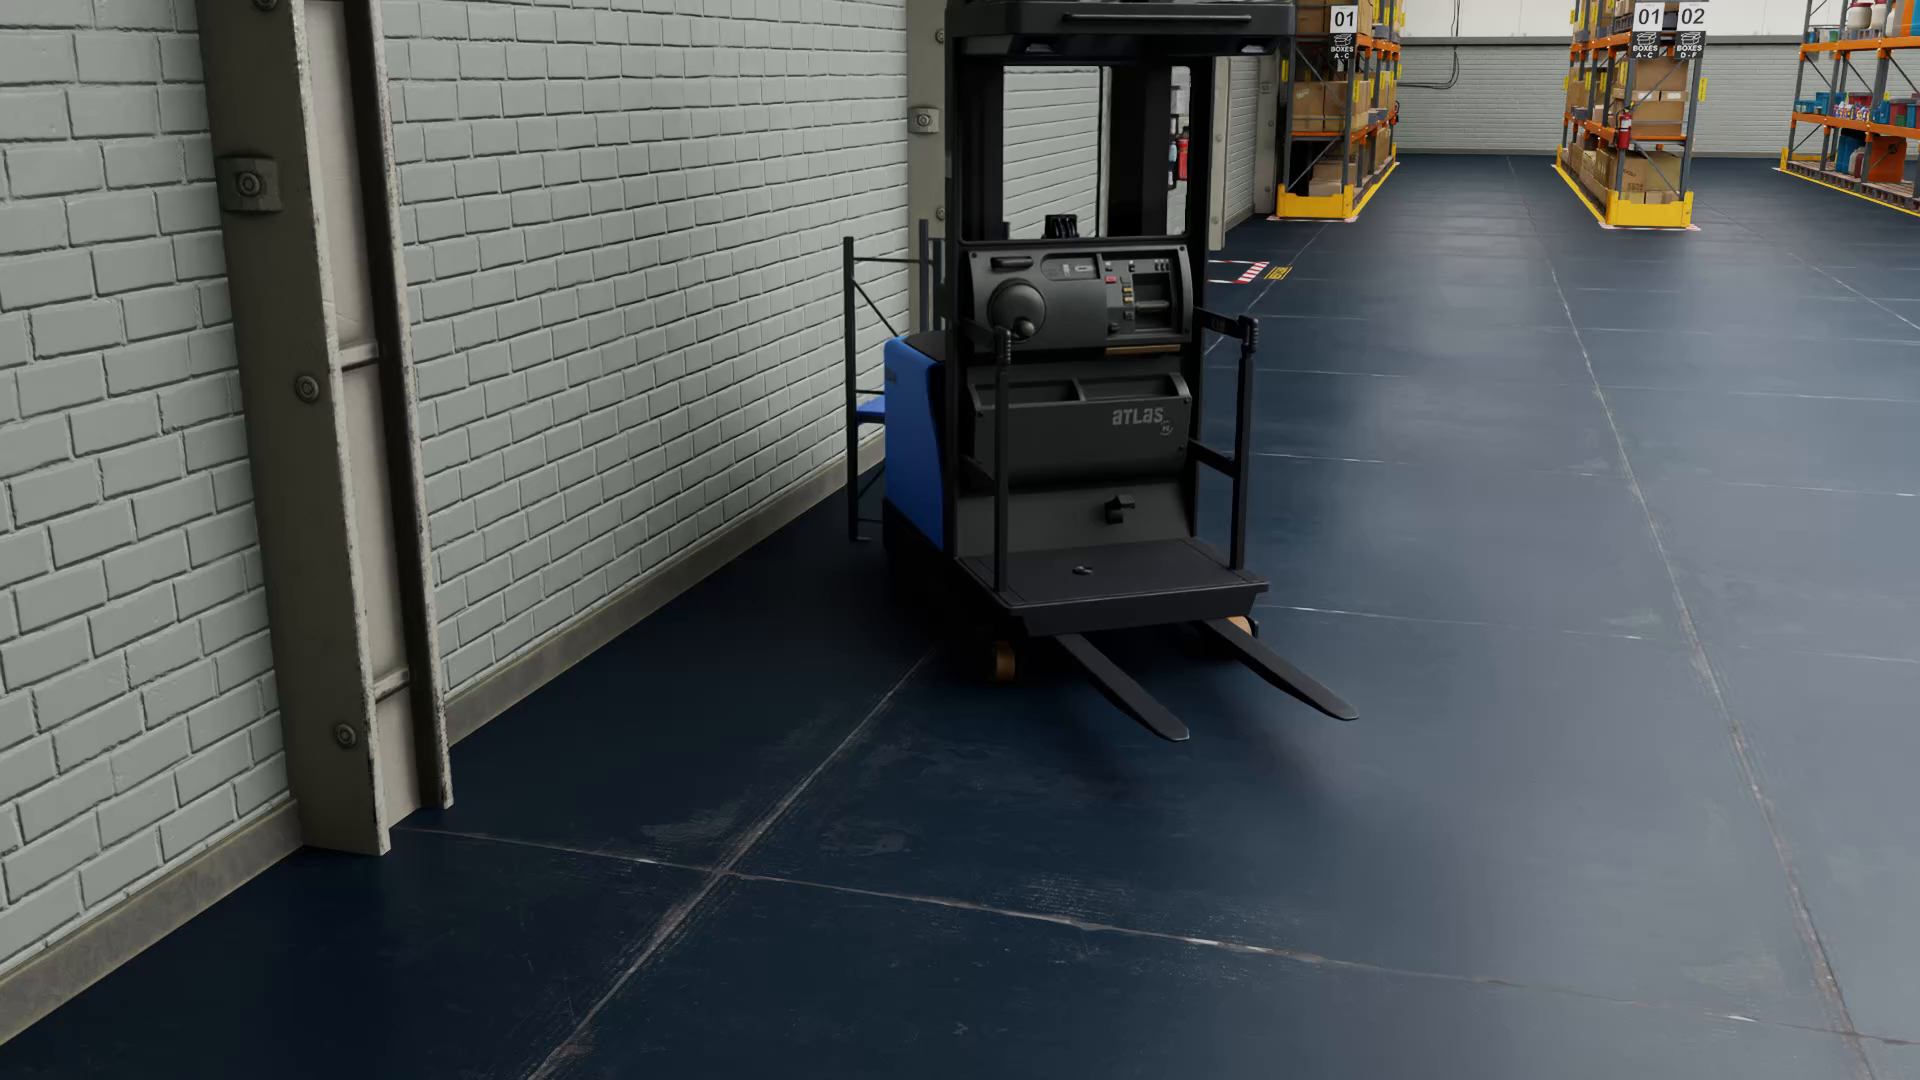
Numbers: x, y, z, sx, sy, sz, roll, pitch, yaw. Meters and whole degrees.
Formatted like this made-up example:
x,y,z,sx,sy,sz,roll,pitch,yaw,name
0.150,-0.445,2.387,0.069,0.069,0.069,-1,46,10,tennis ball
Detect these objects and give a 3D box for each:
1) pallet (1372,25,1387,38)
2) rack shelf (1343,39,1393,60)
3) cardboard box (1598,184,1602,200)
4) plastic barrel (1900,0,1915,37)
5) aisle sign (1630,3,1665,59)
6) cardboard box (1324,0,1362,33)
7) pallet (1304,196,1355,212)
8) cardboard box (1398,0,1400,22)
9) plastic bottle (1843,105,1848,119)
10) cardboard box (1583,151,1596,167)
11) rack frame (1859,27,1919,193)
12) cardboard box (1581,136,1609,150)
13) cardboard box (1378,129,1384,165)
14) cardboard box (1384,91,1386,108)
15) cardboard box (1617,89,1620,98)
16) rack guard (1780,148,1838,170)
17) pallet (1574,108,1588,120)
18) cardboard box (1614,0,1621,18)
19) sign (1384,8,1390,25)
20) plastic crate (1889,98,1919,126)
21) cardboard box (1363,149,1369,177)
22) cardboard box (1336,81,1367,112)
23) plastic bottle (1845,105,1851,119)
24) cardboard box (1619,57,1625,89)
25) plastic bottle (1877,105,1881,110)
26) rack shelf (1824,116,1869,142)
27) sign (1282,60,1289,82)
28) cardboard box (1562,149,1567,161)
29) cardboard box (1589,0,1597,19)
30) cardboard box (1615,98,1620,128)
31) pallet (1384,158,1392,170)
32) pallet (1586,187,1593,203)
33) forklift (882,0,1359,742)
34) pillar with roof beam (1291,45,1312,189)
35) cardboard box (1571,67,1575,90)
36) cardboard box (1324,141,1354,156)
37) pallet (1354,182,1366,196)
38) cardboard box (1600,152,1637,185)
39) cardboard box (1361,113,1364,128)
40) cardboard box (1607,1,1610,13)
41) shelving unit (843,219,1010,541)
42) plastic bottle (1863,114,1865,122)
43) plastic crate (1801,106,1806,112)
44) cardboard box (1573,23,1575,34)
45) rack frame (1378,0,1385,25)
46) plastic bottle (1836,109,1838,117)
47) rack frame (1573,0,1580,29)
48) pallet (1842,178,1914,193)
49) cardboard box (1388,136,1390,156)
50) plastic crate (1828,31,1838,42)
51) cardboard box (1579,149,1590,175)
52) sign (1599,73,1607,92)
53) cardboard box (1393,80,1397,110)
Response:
x,y,z,sx,sy,sz,roll,pitch,yaw,name
7.036,-9.140,29.903,1.213,0.211,1.003,5,16,16,pallet
8.463,-10.301,34.970,1.077,0.370,4.000,5,16,16,rack shelf
10.656,-5.640,26.987,0.500,0.250,0.500,5,16,16,cardboard box
16.766,-9.193,28.958,0.600,0.830,0.708,5,16,16,plastic barrel
10.072,-7.461,24.371,0.394,0.787,0.004,5,16,16,aisle sign
5.956,-8.156,25.872,0.500,0.500,0.500,5,17,17,cardboard box
5.908,-5.476,27.248,1.003,0.211,1.213,5,16,16,pallet
9.929,-12.275,38.562,0.500,0.500,0.500,4,16,13,cardboard box
17.770,-8.565,33.257,0.152,0.276,0.135,5,16,16,plastic bottle
12.074,-7.194,31.437,0.500,0.311,0.500,4,16,14,cardboard box
17.393,-7.912,30.728,1.000,3.000,0.127,5,16,16,rack frame
12.698,-7.945,33.244,0.500,0.250,0.500,5,17,18,cardboard box
8.722,-8.482,35.906,0.750,0.750,0.750,5,17,18,cardboard box
8.856,-9.522,35.640,0.500,0.500,0.500,5,16,16,cardboard box
10.957,-7.288,27.156,0.380,0.149,0.250,4,16,14,cardboard box
19.661,-8.810,38.474,1.175,0.500,0.348,5,16,16,rack guard
12.771,-8.388,32.756,1.213,0.211,1.003,5,16,16,pallet
11.113,-8.900,27.504,0.500,0.500,0.500,6,17,20,cardboard box
8.414,-10.330,32.806,0.100,0.325,0.005,5,16,16,sign
16.641,-7.544,29.312,0.402,0.464,0.583,5,16,16,plastic crate
7.740,-7.497,33.039,0.700,0.500,0.500,5,17,17,cardboard box
6.630,-7.523,28.218,0.500,0.500,0.500,4,16,14,cardboard box
17.704,-8.505,33.044,0.152,0.276,0.135,5,16,16,plastic bottle
11.246,-7.674,27.328,0.700,0.500,0.500,5,16,16,cardboard box
18.356,-8.546,33.198,0.097,0.271,0.097,0,16,0,plastic bottle
17.962,-8.089,32.671,1.077,0.370,4.000,5,16,16,rack shelf
5.095,-7.345,26.026,0.100,0.325,0.005,5,16,16,sign
14.208,-8.897,38.433,0.500,0.250,0.500,5,16,16,cardboard box
13.884,-11.446,35.675,0.700,0.500,0.500,5,16,16,cardboard box
11.245,-7.044,27.483,0.700,0.500,0.500,4,16,15,cardboard box
9.667,-8.899,39.315,1.003,0.211,1.213,5,16,16,pallet
11.681,-6.105,29.467,1.003,0.211,1.213,5,16,16,pallet
0.549,-0.981,6.418,1.130,2.935,3.031,-5,17,-16,forklift
10.824,-10.960,30.478,9.100,9.000,0.400,5,16,16,pillar with roof beam
14.108,-10.423,37.564,0.500,0.500,0.500,4,16,15,cardboard box
7.073,-7.313,31.016,0.500,0.250,0.500,4,16,15,cardboard box
6.978,-6.496,30.846,1.003,0.211,1.213,5,16,16,pallet
10.652,-6.001,26.885,0.500,0.500,0.500,5,16,16,cardboard box
6.495,-7.030,27.855,0.500,0.250,0.500,5,17,16,cardboard box
12.920,-10.517,32.397,0.500,0.500,0.500,5,16,16,cardboard box
-0.148,-0.837,8.533,0.538,1.500,1.048,6,17,19,shelving unit
17.215,-8.045,31.559,0.097,0.201,0.097,0,16,0,plastic bottle
18.918,-9.613,37.098,0.250,0.136,0.298,5,16,16,plastic crate
14.523,-11.888,38.605,0.500,0.250,0.500,5,16,16,cardboard box
7.895,-11.567,32.618,1.000,3.000,0.127,5,16,16,rack frame
17.964,-8.734,33.988,0.097,0.201,0.097,0,16,0,plastic bottle
14.919,-13.276,38.646,1.000,3.000,0.127,5,16,16,rack frame
17.577,-6.780,31.847,1.003,0.211,1.213,5,16,16,pallet
10.065,-9.582,40.426,0.700,0.500,0.500,5,16,16,cardboard box
18.483,-10.584,34.958,0.416,0.233,0.300,5,16,16,plastic crate
12.686,-7.569,33.293,0.500,0.500,0.500,5,17,18,cardboard box
10.986,-7.809,28.388,0.100,0.325,0.005,5,16,16,sign
10.033,-10.784,40.301,0.980,0.700,0.700,5,17,18,cardboard box
